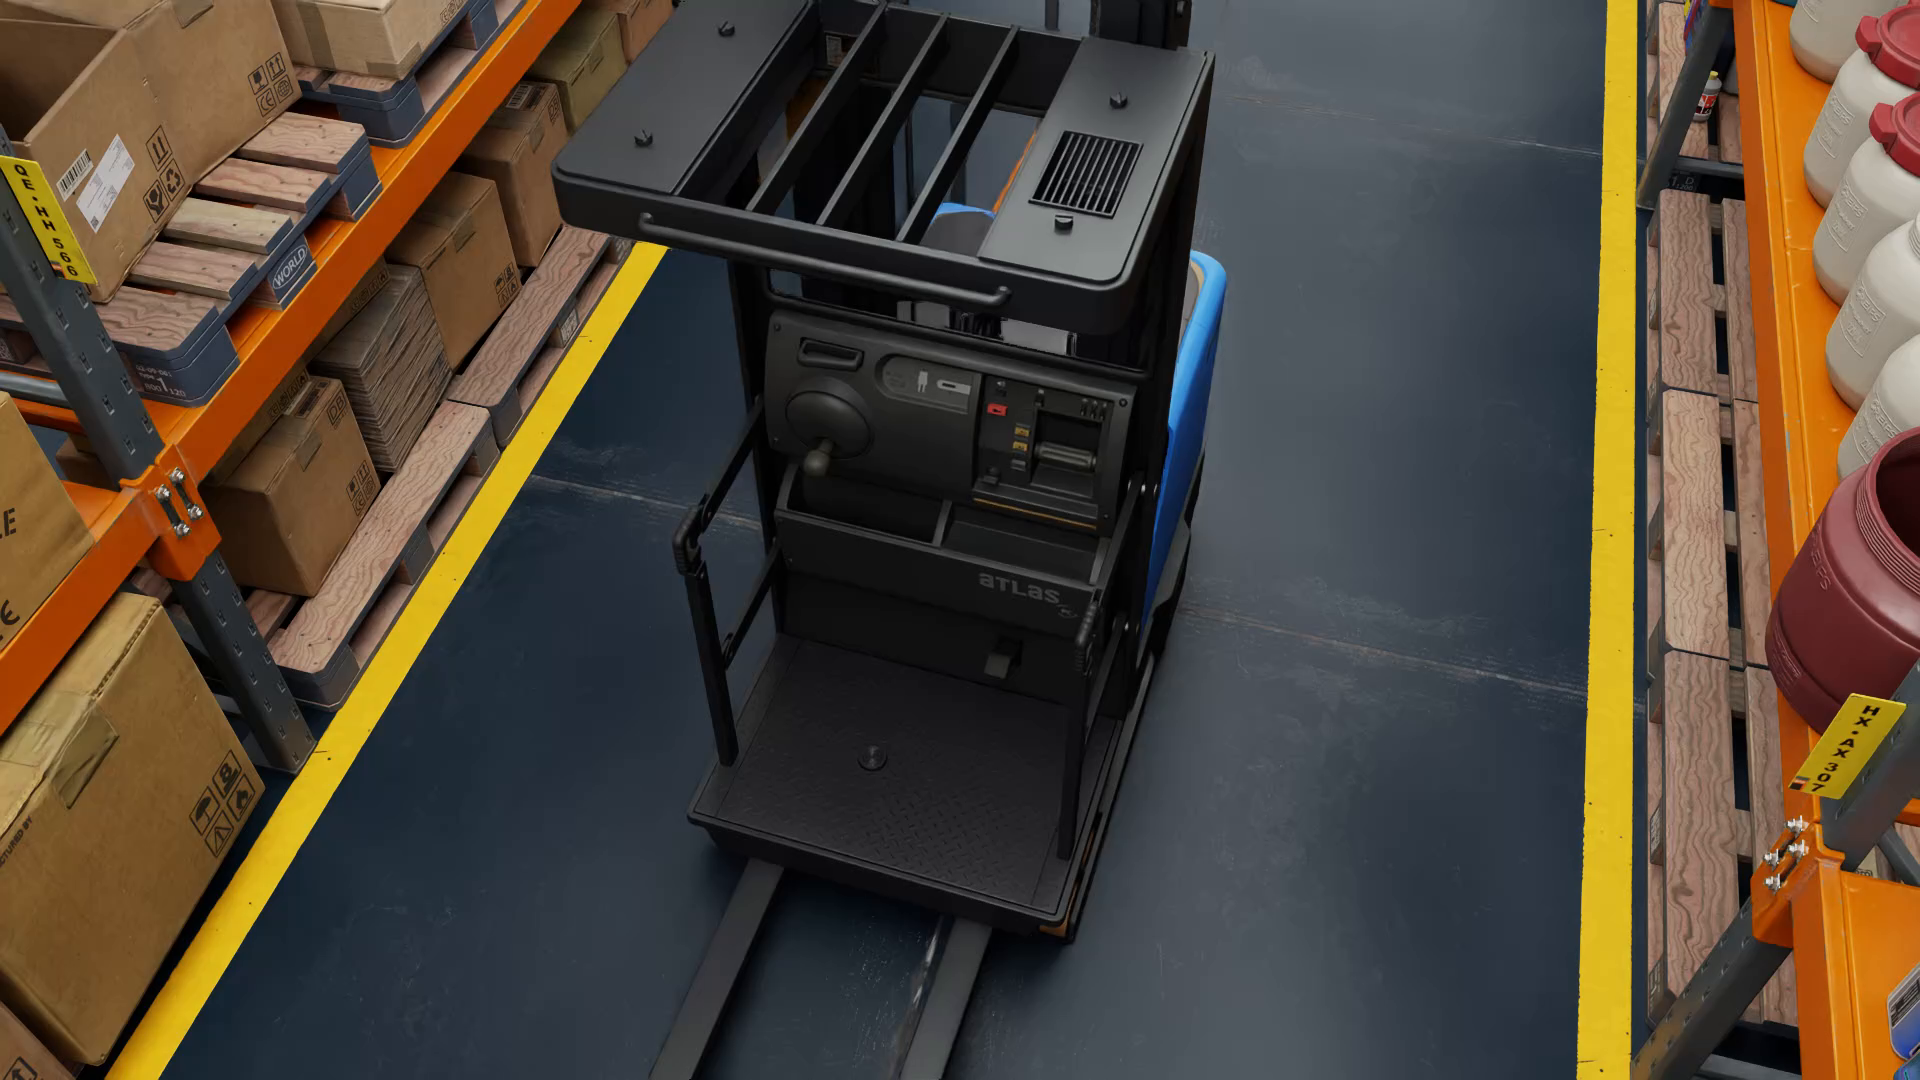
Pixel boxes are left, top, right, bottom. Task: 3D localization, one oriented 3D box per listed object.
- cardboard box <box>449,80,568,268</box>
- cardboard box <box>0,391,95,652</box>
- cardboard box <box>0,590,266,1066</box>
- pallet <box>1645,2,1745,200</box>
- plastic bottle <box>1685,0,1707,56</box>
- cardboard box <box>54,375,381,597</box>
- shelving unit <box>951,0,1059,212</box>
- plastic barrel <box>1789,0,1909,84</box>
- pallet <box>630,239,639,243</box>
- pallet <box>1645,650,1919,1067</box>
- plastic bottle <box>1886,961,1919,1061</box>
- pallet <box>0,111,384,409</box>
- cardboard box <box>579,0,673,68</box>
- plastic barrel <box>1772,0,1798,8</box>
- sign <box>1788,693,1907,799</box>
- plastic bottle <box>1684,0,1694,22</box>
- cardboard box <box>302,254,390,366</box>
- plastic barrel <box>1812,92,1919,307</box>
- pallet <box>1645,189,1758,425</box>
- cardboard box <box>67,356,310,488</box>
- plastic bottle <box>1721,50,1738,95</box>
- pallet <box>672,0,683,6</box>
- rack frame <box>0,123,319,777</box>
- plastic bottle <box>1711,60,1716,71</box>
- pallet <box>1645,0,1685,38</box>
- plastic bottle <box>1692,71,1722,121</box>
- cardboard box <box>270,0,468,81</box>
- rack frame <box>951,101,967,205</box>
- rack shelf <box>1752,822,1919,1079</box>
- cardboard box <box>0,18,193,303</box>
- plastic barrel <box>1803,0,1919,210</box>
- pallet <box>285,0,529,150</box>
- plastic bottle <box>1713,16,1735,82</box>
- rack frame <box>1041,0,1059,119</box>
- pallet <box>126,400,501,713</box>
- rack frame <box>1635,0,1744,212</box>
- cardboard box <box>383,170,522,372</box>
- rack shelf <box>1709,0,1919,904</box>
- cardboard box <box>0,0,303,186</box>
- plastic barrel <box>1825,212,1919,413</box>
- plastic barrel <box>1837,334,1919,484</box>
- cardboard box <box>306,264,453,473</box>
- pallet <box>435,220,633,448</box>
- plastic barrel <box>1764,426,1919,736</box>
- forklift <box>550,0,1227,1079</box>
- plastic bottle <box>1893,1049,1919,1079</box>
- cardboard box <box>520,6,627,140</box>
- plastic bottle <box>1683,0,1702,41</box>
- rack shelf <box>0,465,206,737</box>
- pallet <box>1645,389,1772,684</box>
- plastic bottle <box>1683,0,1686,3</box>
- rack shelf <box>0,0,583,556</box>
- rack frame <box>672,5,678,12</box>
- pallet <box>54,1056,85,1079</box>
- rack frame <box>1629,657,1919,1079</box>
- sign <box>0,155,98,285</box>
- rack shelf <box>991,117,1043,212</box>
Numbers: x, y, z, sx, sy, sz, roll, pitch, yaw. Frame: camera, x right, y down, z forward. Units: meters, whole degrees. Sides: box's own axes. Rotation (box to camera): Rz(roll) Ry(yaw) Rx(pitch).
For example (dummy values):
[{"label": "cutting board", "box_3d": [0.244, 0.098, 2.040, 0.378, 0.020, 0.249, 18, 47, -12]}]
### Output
[{"label": "cardboard box", "box_3d": [-1.921, -1.435, 6.390, 0.700, 0.500, 0.500, 8, 49, 7]}, {"label": "cardboard box", "box_3d": [-2.391, -0.037, 3.715, 0.500, 0.500, 0.500, 13, 50, 11]}, {"label": "cardboard box", "box_3d": [-2.702, 0.650, 4.313, 1.225, 0.875, 0.875, 9, 49, 8]}, {"label": "pallet", "box_3d": [3.548, -1.880, 7.269, 1.003, 0.211, 1.213, 12, 50, 10]}, {"label": "plastic bottle", "box_3d": [3.273, -2.256, 7.214, 0.144, 0.351, 0.185, 9, 49, 8]}, {"label": "cardboard box", "box_3d": [-2.343, -0.217, 5.314, 0.700, 0.500, 0.500, 9, 49, 8]}, {"label": "shelving unit", "box_3d": [0.376, -1.237, 5.842, 0.587, 1.500, 1.083, 15, 50, 13]}, {"label": "plastic barrel", "box_3d": [2.867, -1.722, 5.178, 0.433, 0.535, 0.433, 0, 49, 0]}, {"label": "pallet", "box_3d": [-1.651, -1.817, 7.213, 1.003, 0.211, 1.213, 12, 50, 10]}, {"label": "pallet", "box_3d": [2.519, 0.938, 4.781, 1.003, 0.211, 1.213, 12, 50, 10]}, {"label": "plastic bottle", "box_3d": [1.852, 0.858, 3.075, 0.152, 0.276, 0.135, 12, 50, 10]}, {"label": "pallet", "box_3d": [-2.416, -0.883, 4.656, 1.213, 0.211, 1.003, 12, 50, 10]}, {"label": "cardboard box", "box_3d": [-1.630, -2.181, 7.048, 0.700, 0.500, 0.500, 8, 49, 7]}, {"label": "plastic barrel", "box_3d": [2.937, -2.272, 5.420, 0.600, 0.901, 0.708, 12, 50, 10]}, {"label": "sign", "box_3d": [1.745, 0.410, 3.278, 0.100, 0.325, 0.005, 12, 50, 10]}, {"label": "plastic bottle", "box_3d": [3.358, -2.490, 7.420, 0.144, 0.351, 0.185, 11, 50, 10]}, {"label": "cardboard box", "box_3d": [-2.223, -0.852, 5.375, 0.500, 0.250, 0.500, 17, 51, 14]}, {"label": "plastic barrel", "box_3d": [2.560, -0.878, 4.434, 0.433, 0.535, 0.433, 0, 49, 0]}, {"label": "pallet", "box_3d": [3.161, -0.827, 6.339, 1.003, 0.211, 1.213, 12, 50, 10]}, {"label": "cardboard box", "box_3d": [-2.353, -0.467, 5.035, 0.500, 0.250, 0.500, 13, 50, 12]}, {"label": "plastic bottle", "box_3d": [3.361, -2.089, 7.066, 0.144, 0.351, 0.185, 12, 50, 10]}, {"label": "pallet", "box_3d": [-1.305, -2.873, 8.145, 1.003, 0.211, 1.213, 12, 50, 10]}, {"label": "rack frame", "box_3d": [-2.500, -0.410, 4.111, 1.000, 3.000, 0.127, 12, 50, 10]}, {"label": "plastic bottle", "box_3d": [3.139, -1.985, 7.020, 0.061, 0.283, 0.133, 14, 50, 12]}, {"label": "pallet", "box_3d": [3.867, -2.765, 8.050, 1.003, 0.211, 1.213, 12, 50, 10]}, {"label": "plastic bottle", "box_3d": [3.126, -1.869, 6.972, 0.097, 0.201, 0.097, 0, 49, 0]}, {"label": "cardboard box", "box_3d": [-1.837, -1.666, 5.039, 0.500, 0.250, 0.500, 10, 49, 9]}, {"label": "rack frame", "box_3d": [0.212, -0.884, 5.530, 0.500, 1.500, 0.032, 15, 50, 13]}, {"label": "rack shelf", "box_3d": [1.751, 2.253, 2.241, 1.077, 0.370, 4.000, 12, 50, 10]}, {"label": "cardboard box", "box_3d": [-2.397, -0.980, 4.268, 0.500, 0.500, 0.500, 6, 49, 5]}, {"label": "plastic barrel", "box_3d": [2.674, -1.191, 4.710, 0.433, 0.535, 0.433, 0, 49, 0]}, {"label": "pallet", "box_3d": [-2.019, -1.786, 5.454, 1.003, 0.211, 1.213, 12, 50, 10]}, {"label": "plastic bottle", "box_3d": [3.222, -2.117, 7.091, 0.144, 0.351, 0.185, 10, 49, 9]}, {"label": "rack frame", "box_3d": [0.545, -1.604, 6.165, 0.500, 1.500, 0.032, 15, 50, 13]}, {"label": "pallet", "box_3d": [-2.293, -0.052, 5.655, 1.003, 0.211, 1.213, 12, 50, 10]}, {"label": "rack frame", "box_3d": [3.331, -2.325, 5.802, 1.000, 3.000, 0.127, 12, 50, 10]}, {"label": "cardboard box", "box_3d": [-2.067, -1.032, 6.034, 0.700, 0.500, 0.500, 15, 50, 13]}, {"label": "rack shelf", "box_3d": [2.804, -0.641, 4.795, 1.077, 0.370, 4.000, 12, 50, 10]}, {"label": "cardboard box", "box_3d": [-2.346, -1.404, 4.641, 0.700, 0.500, 0.500, 18, 51, 16]}, {"label": "plastic barrel", "box_3d": [2.453, -0.560, 4.169, 0.421, 0.512, 0.421, 0, 49, 0]}, {"label": "plastic barrel", "box_3d": [2.343, -0.255, 3.900, 0.421, 0.512, 0.421, 0, 49, 0]}, {"label": "cardboard box", "box_3d": [-2.210, -0.620, 5.671, 0.700, 0.500, 0.500, 8, 49, 7]}, {"label": "pallet", "box_3d": [-1.970, -0.931, 6.431, 1.003, 0.211, 1.213, 12, 50, 10]}, {"label": "plastic barrel", "box_3d": [2.108, 0.127, 3.546, 0.600, 0.536, 0.708, 12, 50, 10]}, {"label": "forklift", "box_3d": [-0.104, -0.187, 3.961, 1.130, 2.935, 3.031, 14, 50, 12]}, {"label": "plastic bottle", "box_3d": [1.795, 0.938, 3.007, 0.097, 0.271, 0.097, 0, 49, 0]}, {"label": "cardboard box", "box_3d": [-1.774, -1.840, 6.747, 0.700, 0.500, 0.500, 11, 50, 10]}, {"label": "plastic bottle", "box_3d": [3.275, -2.360, 7.350, 0.061, 0.283, 0.133, 15, 50, 13]}, {"label": "rack shelf", "box_3d": [-3.027, 1.275, 3.104, 1.077, 0.370, 4.000, 12, 50, 10]}, {"label": "pallet", "box_3d": [2.842, 0.058, 5.558, 1.003, 0.211, 1.213, 12, 50, 10]}, {"label": "plastic bottle", "box_3d": [3.404, -2.582, 7.551, 0.152, 0.276, 0.135, 12, 50, 11]}, {"label": "rack shelf", "box_3d": [-1.974, -1.618, 5.657, 1.077, 0.370, 4.000, 12, 50, 10]}, {"label": "rack frame", "box_3d": [-1.448, -3.303, 6.664, 1.000, 3.000, 0.127, 12, 50, 10]}, {"label": "pallet", "box_3d": [-2.781, 1.069, 4.666, 1.003, 0.211, 1.213, 12, 50, 10]}, {"label": "rack frame", "box_3d": [2.278, 0.568, 3.248, 1.000, 3.000, 0.127, 12, 50, 10]}, {"label": "sign", "box_3d": [-1.964, -0.686, 3.582, 0.100, 0.325, 0.005, 12, 50, 10]}, {"label": "rack shelf", "box_3d": [0.379, -1.125, 5.982, 0.538, 0.185, 1.000, 15, 50, 13]}]
